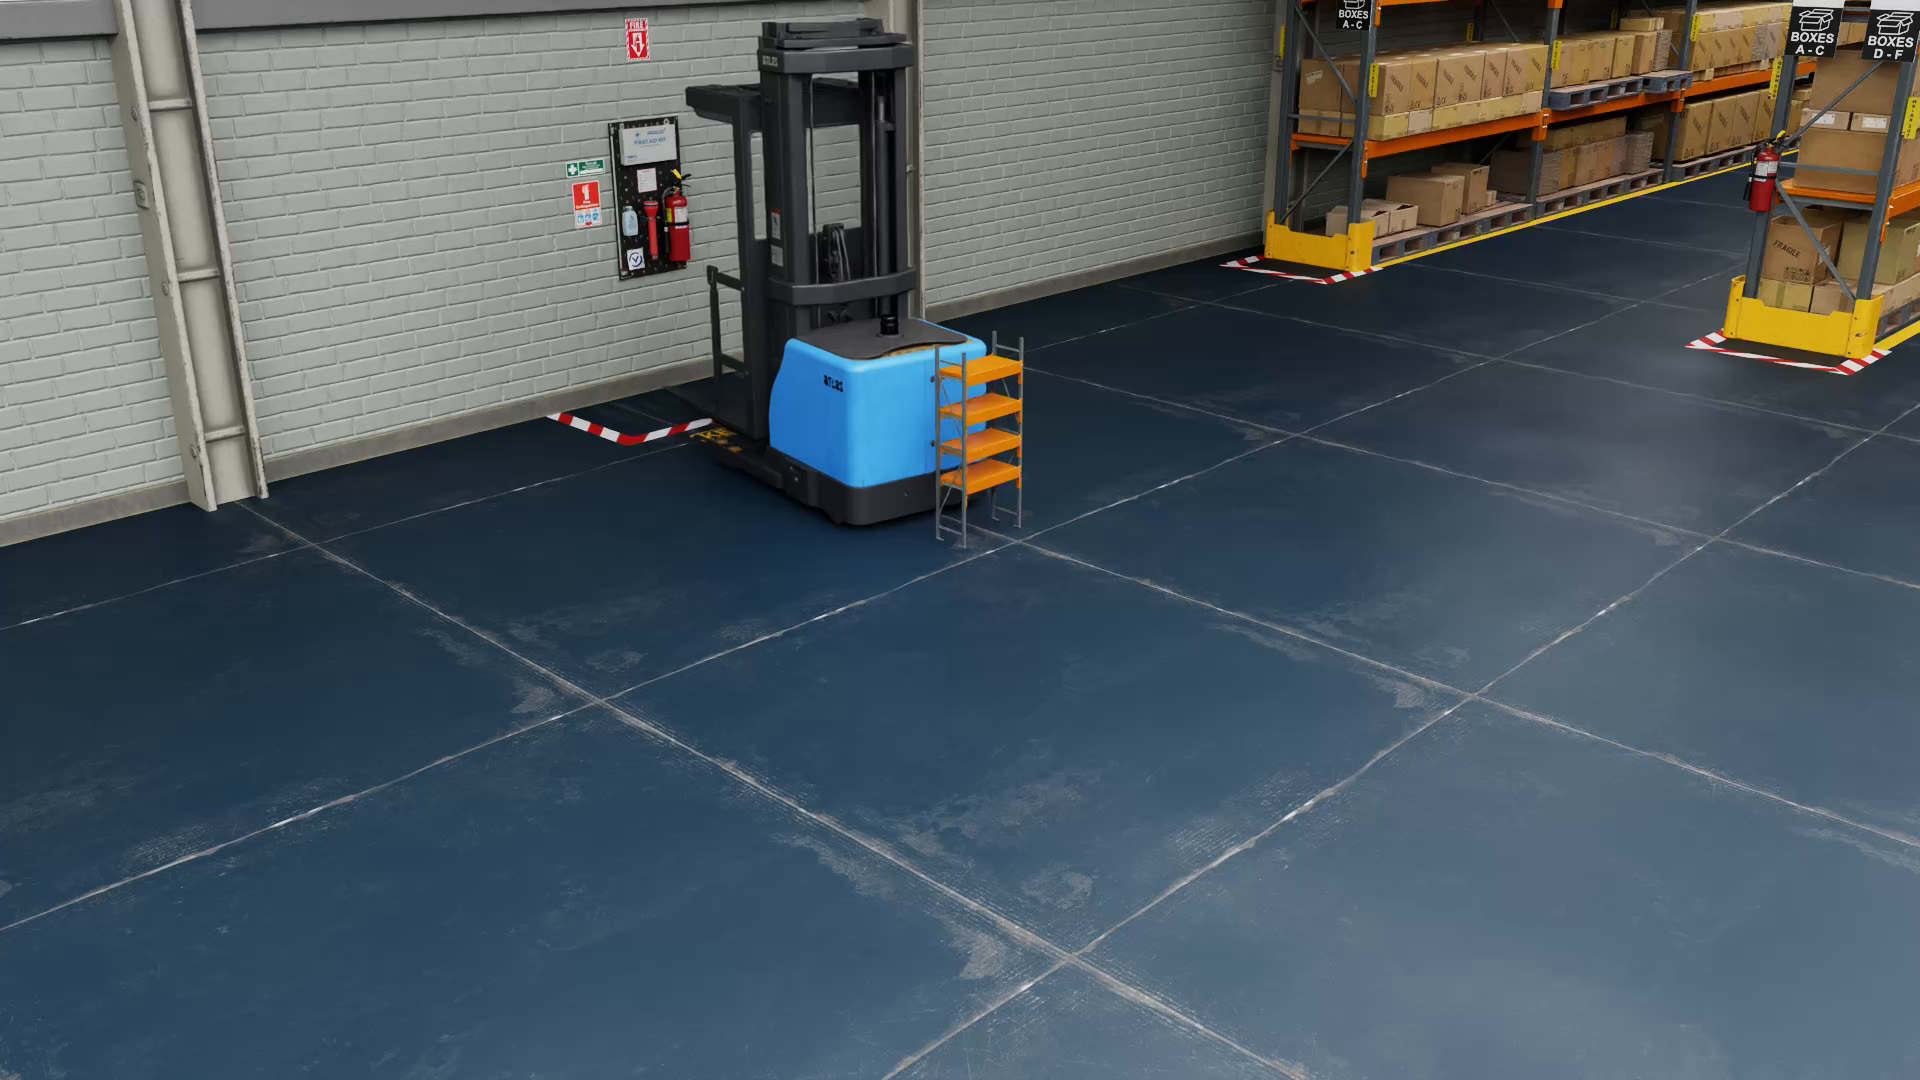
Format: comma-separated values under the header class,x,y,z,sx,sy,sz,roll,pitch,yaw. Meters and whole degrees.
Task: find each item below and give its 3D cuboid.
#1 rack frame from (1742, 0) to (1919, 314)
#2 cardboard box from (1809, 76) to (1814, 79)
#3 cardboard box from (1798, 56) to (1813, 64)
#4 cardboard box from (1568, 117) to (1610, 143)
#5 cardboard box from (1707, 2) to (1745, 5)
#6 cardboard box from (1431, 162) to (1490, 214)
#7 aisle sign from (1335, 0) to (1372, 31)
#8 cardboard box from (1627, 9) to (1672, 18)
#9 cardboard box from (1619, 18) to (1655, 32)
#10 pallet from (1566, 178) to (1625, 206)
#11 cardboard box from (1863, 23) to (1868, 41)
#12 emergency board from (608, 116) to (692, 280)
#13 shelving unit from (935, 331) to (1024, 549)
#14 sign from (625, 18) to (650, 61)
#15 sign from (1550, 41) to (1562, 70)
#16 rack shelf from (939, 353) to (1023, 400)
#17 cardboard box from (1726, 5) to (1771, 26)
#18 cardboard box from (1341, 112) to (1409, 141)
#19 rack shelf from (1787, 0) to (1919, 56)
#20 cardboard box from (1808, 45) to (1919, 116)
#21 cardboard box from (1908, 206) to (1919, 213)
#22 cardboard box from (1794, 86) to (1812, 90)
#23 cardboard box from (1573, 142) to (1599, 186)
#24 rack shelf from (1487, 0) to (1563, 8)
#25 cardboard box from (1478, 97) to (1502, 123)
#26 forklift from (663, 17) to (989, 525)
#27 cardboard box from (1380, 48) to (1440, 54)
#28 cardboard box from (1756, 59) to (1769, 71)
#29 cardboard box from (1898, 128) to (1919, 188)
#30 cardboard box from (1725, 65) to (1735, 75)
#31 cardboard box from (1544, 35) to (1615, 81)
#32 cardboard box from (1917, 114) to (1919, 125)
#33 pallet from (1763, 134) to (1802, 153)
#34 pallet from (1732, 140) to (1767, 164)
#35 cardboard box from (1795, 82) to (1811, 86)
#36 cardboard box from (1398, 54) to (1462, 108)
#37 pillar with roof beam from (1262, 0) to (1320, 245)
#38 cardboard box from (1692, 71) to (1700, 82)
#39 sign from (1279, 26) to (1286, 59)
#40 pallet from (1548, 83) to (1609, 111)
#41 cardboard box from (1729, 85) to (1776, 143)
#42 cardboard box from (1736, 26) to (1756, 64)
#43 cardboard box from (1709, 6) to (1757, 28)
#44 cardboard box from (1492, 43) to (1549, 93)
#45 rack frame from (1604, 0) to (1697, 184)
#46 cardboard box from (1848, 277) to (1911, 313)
class,x,y,z,sx,sy,sz,roll,pitch,yaw
rack frame,7.318,-3.119,14.008,1.000,3.000,0.127,19,28,41
cardboard box,14.455,-7.680,27.869,0.380,0.149,0.250,20,28,41
cardboard box,12.528,-7.718,25.555,0.700,0.700,0.980,-20,28,-41
cardboard box,8.085,-5.340,21.613,0.500,0.250,0.500,19,28,40
cardboard box,11.270,-7.798,24.555,0.500,0.250,0.500,20,28,41
cardboard box,5.861,-4.148,19.556,0.500,0.500,0.500,17,27,37
aisle sign,3.931,-5.478,16.521,0.394,0.787,0.004,19,28,41
cardboard box,9.478,-7.140,22.844,0.500,0.250,0.500,-19,28,-41
cardboard box,8.914,-6.786,21.893,0.380,0.149,0.250,14,25,32
pallet,7.950,-4.600,21.748,1.003,0.211,1.213,19,28,41
cardboard box,14.579,-8.477,27.530,0.700,0.700,0.980,-19,28,-40
emergency board,-2.302,-2.586,12.622,0.194,1.169,0.643,19,28,41
shelving unit,0.115,-0.603,9.970,0.258,1.200,0.503,19,28,41
sign,-2.379,-3.691,12.266,0.001,0.298,0.199,19,28,41
sign,6.951,-5.656,19.403,0.100,0.325,0.005,19,28,41
rack shelf,0.115,-0.969,9.829,0.258,0.148,0.480,19,28,41
cardboard box,11.276,-7.543,23.891,0.500,0.250,0.500,-19,28,-41
cardboard box,4.334,-4.343,17.374,0.500,0.250,0.500,18,28,39
rack shelf,8.713,-4.697,14.936,1.077,0.370,4.000,19,28,41
cardboard box,7.690,-3.901,14.097,0.700,0.500,0.500,19,28,41
cardboard box,8.900,-2.849,15.507,0.500,0.500,0.500,19,28,41
cardboard box,13.466,-7.118,26.406,0.380,0.149,0.250,18,28,39
cardboard box,7.768,-4.884,21.472,0.700,0.500,0.500,20,28,41
rack shelf,7.952,-6.964,20.835,1.077,0.370,4.000,19,28,41
cardboard box,5.750,-4.868,18.741,0.500,0.250,0.500,19,28,40
forklift,-1.077,-1.928,11.006,1.130,2.935,3.031,-14,25,-33
cardboard box,5.010,-5.212,18.589,0.500,0.500,0.500,-20,29,-41
cardboard box,11.590,-6.968,24.345,0.380,0.149,0.250,19,28,41
cardboard box,8.016,-3.419,14.648,0.500,0.500,0.700,-19,28,-41
cardboard box,10.805,-6.730,23.725,0.380,0.149,0.250,19,28,41
cardboard box,7.768,-6.079,20.957,0.500,0.500,0.700,-16,26,-35
cardboard box,7.928,-3.584,14.174,0.380,0.149,0.250,18,28,39
pallet,12.724,-6.317,26.214,1.003,0.211,1.213,19,28,41
pallet,11.653,-5.924,25.192,1.003,0.211,1.213,19,28,41
cardboard box,13.572,-7.353,27.020,0.380,0.149,0.250,20,28,41
cardboard box,5.032,-4.950,17.909,0.500,0.500,0.500,18,27,39
pillar with roof beam,6.719,-6.477,14.383,9.100,9.000,0.400,19,28,41
cardboard box,9.925,-6.395,22.855,0.250,0.149,0.380,-20,29,-41
sign,3.383,-5.190,17.342,0.100,0.325,0.005,19,28,41
pallet,7.194,-5.456,20.357,1.003,0.211,1.213,19,28,41
cardboard box,11.777,-6.435,25.048,0.750,0.750,0.750,20,28,41
cardboard box,10.946,-7.065,23.693,0.500,0.500,0.500,-19,28,-41
cardboard box,10.921,-7.412,23.550,0.500,0.250,0.500,19,28,40
cardboard box,6.449,-5.476,19.278,0.500,0.500,0.500,19,28,41
rack frame,9.347,-6.414,22.581,1.000,3.000,0.127,19,28,41
cardboard box,8.198,-2.243,14.977,0.500,0.250,0.500,19,28,41
